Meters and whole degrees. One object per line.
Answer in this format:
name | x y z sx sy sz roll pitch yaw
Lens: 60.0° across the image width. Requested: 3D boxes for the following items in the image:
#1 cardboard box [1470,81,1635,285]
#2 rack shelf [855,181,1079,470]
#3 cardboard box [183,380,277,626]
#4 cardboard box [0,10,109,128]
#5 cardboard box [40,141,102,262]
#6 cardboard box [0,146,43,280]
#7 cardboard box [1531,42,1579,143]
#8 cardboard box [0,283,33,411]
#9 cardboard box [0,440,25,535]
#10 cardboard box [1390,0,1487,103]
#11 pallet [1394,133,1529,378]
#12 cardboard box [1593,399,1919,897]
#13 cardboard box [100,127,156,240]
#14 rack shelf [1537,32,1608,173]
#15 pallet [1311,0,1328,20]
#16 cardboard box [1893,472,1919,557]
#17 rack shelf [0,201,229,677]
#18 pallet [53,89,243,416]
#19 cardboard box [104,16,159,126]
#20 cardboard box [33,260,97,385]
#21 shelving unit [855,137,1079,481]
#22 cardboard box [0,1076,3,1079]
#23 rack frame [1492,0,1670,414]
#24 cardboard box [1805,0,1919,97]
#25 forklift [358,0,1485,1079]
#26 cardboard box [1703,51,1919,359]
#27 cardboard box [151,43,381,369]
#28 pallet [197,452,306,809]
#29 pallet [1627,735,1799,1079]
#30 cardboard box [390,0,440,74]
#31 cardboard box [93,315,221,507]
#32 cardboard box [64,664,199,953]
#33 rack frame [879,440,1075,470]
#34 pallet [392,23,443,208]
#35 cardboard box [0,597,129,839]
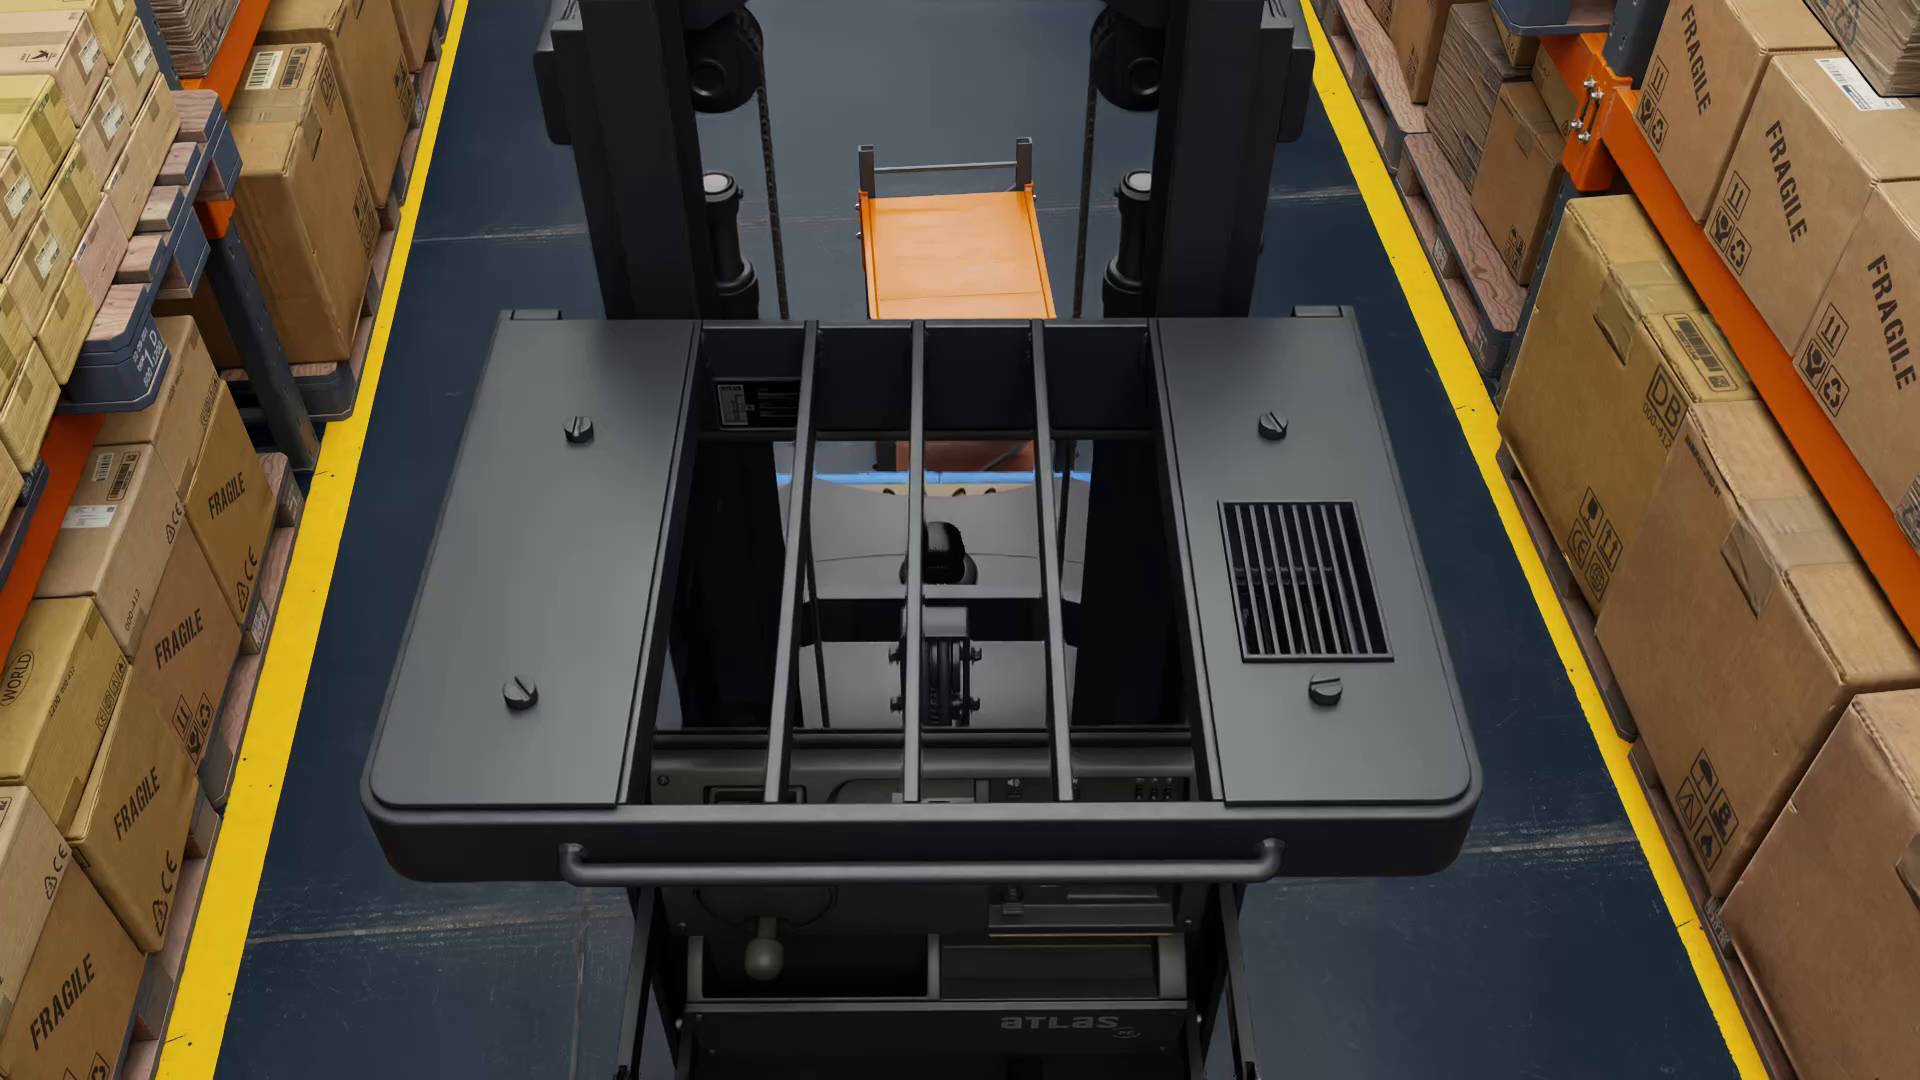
cardboard box | 2.253 -1.269 5.804 0.700 0.500 0.500 -6 47 -5
rack shelf | 0.001 -0.583 4.624 0.538 0.278 1.000 -3 47 -3
cardboard box | -2.306 -0.090 4.701 0.500 0.500 0.500 -4 47 -3
cardboard box | -2.105 -1.019 3.623 0.380 0.149 0.250 -4 47 -4
cardboard box | -2.078 -0.712 3.538 0.380 0.149 0.250 -2 47 -2
cardboard box | -2.057 -0.637 3.261 0.380 0.149 0.250 -2 47 -2
cardboard box | 2.243 -1.526 5.531 0.500 0.250 0.500 -2 47 -2
cardboard box | -2.039 -0.351 3.196 0.380 0.149 0.250 -4 47 -4
cardboard box | -2.020 -0.066 3.130 0.380 0.149 0.250 -2 47 -2
cardboard box | 2.140 -2.079 6.572 0.700 0.500 0.500 0 47 0
pallet | 2.265 -1.100 6.147 1.003 0.211 1.213 -3 47 -3
cardboard box | 2.433 0.239 4.132 1.225 0.875 0.875 -3 47 -3
cardboard box | -2.103 -0.814 3.839 0.380 0.149 0.250 -4 47 -3
rack shelf | 2.162 -2.693 6.230 1.077 0.370 4.000 -3 47 -3
pallet | 2.061 -2.865 7.818 1.003 0.211 1.213 -3 47 -3
cardboard box | 2.231 -0.054 3.167 0.500 0.500 0.500 -3 47 -3
rack shelf | -2.454 0.429 3.273 1.077 0.370 4.000 -3 47 -3
pallet | -2.456 -0.690 3.970 1.213 0.211 1.003 -3 47 -3
cardboard box | -2.127 -1.096 3.901 0.380 0.149 0.250 -3 47 -2
cardboard box | -2.064 -0.448 3.492 0.380 0.149 0.250 -4 47 -4
shelving unit | 0.001 -0.382 4.837 0.538 1.125 1.048 -3 47 -3
cardboard box | -2.130 1.411 3.280 0.500 0.500 0.500 -2 47 -1
rack frame | 2.329 -1.494 4.599 1.000 3.000 0.127 -3 47 -3
cardboard box | 2.374 -1.343 3.696 0.797 0.503 0.637 -2 47 -2
forklift | -0.039 0.634 2.631 1.130 2.935 3.031 0 47 0
cardboard box | 2.144 -0.787 3.860 0.500 0.500 0.500 -5 47 -4
cardboard box | -2.583 -1.082 5.469 1.050 0.750 0.750 -4 47 -4
pallet | -2.558 0.259 4.859 1.003 0.211 1.213 -3 47 -3
pallet | 2.419 0.921 4.232 1.003 0.211 1.213 -3 47 -3
cardboard box | -2.738 -2.388 6.706 1.050 0.750 0.750 -3 47 -3
cardboard box | -2.303 -0.329 4.412 0.500 0.250 0.500 -4 47 -4
cardboard box | -2.206 0.668 3.984 0.500 0.500 0.500 -5 47 -5
rack frame | 0.043 -0.014 4.489 0.500 1.125 0.032 -3 47 -3
pallet | -2.712 -1.762 6.773 1.003 0.211 1.213 -3 47 -3
cardboard box | -2.223 0.404 3.717 0.500 0.250 0.500 -2 47 -2
